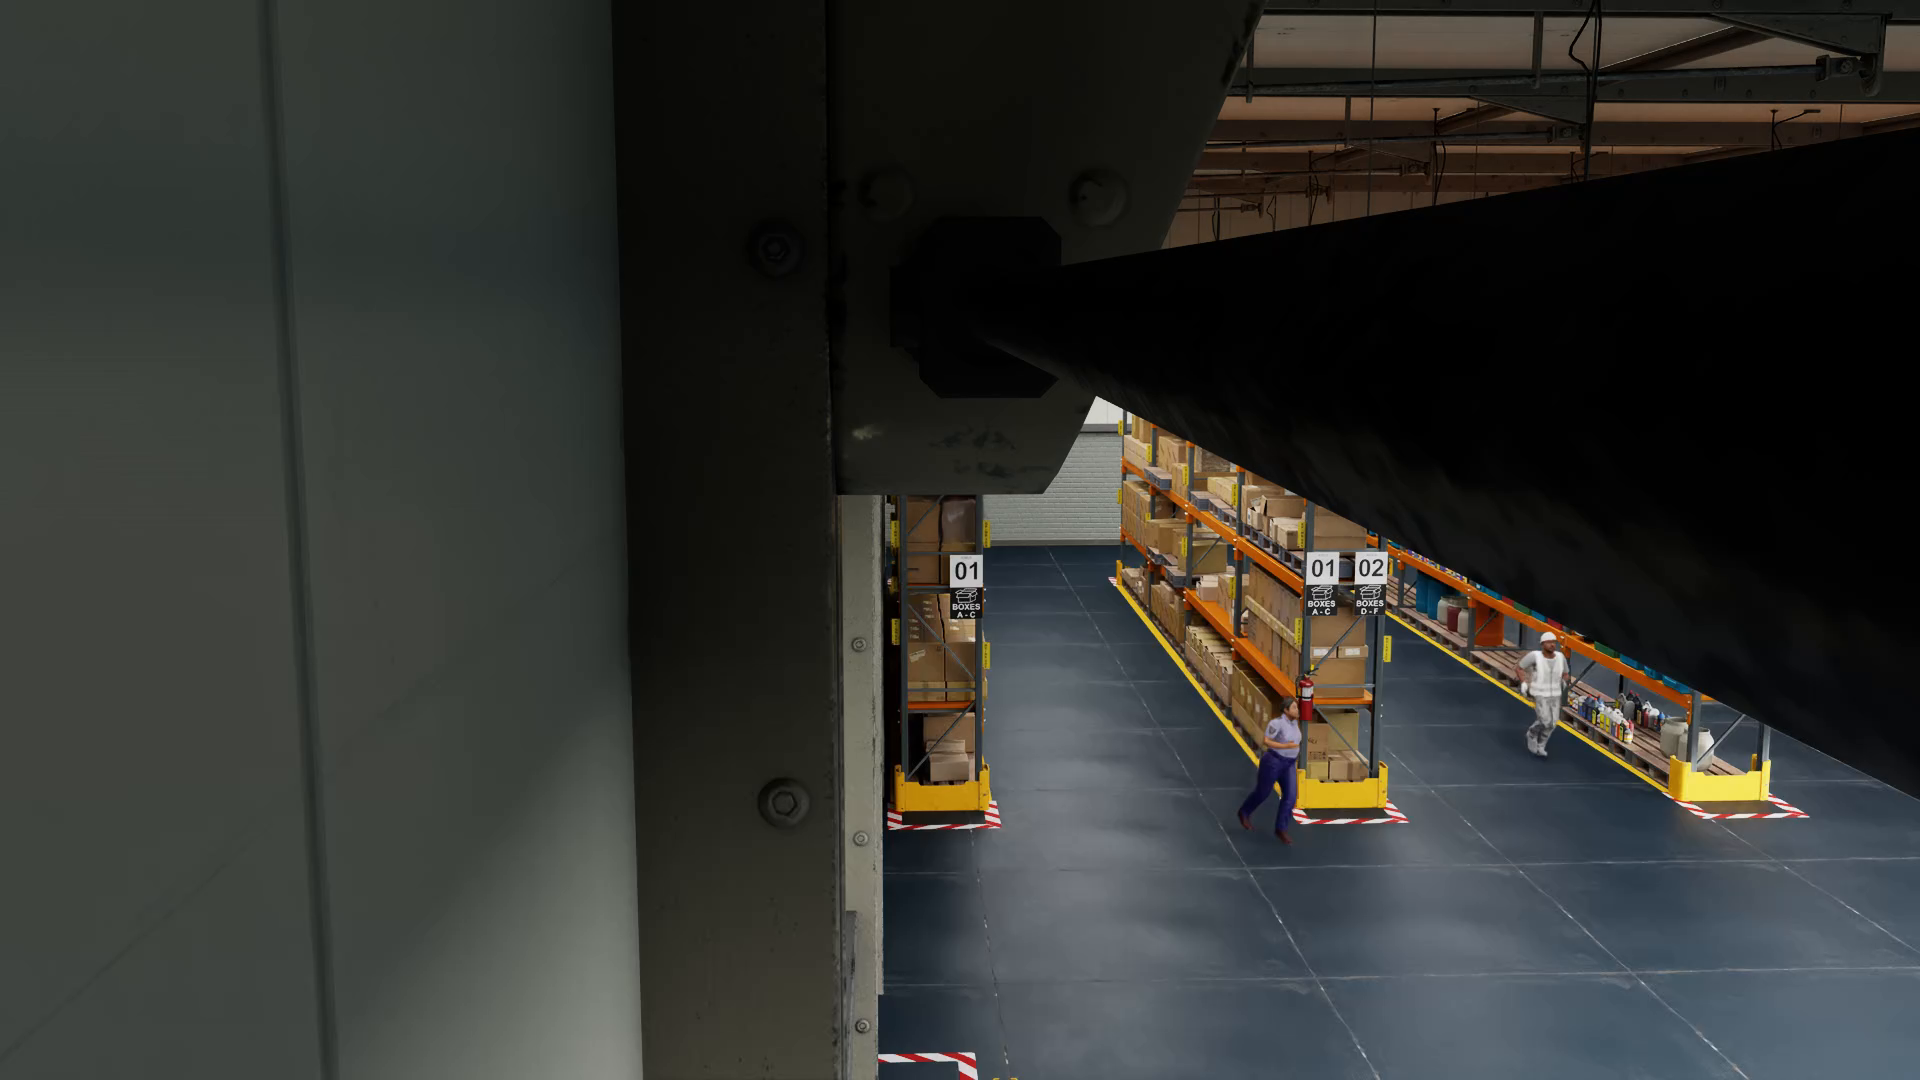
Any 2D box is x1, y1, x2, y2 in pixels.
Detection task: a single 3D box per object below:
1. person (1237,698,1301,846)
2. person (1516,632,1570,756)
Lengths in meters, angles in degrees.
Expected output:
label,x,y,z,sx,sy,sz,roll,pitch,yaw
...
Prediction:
label,x,y,z,sx,sy,sz,roll,pitch,yaw
person,3.761,2.665,19.560,0.640,1.650,0.844,-5,10,-32
person,8.007,2.124,22.677,0.670,1.737,0.624,-1,9,-9
